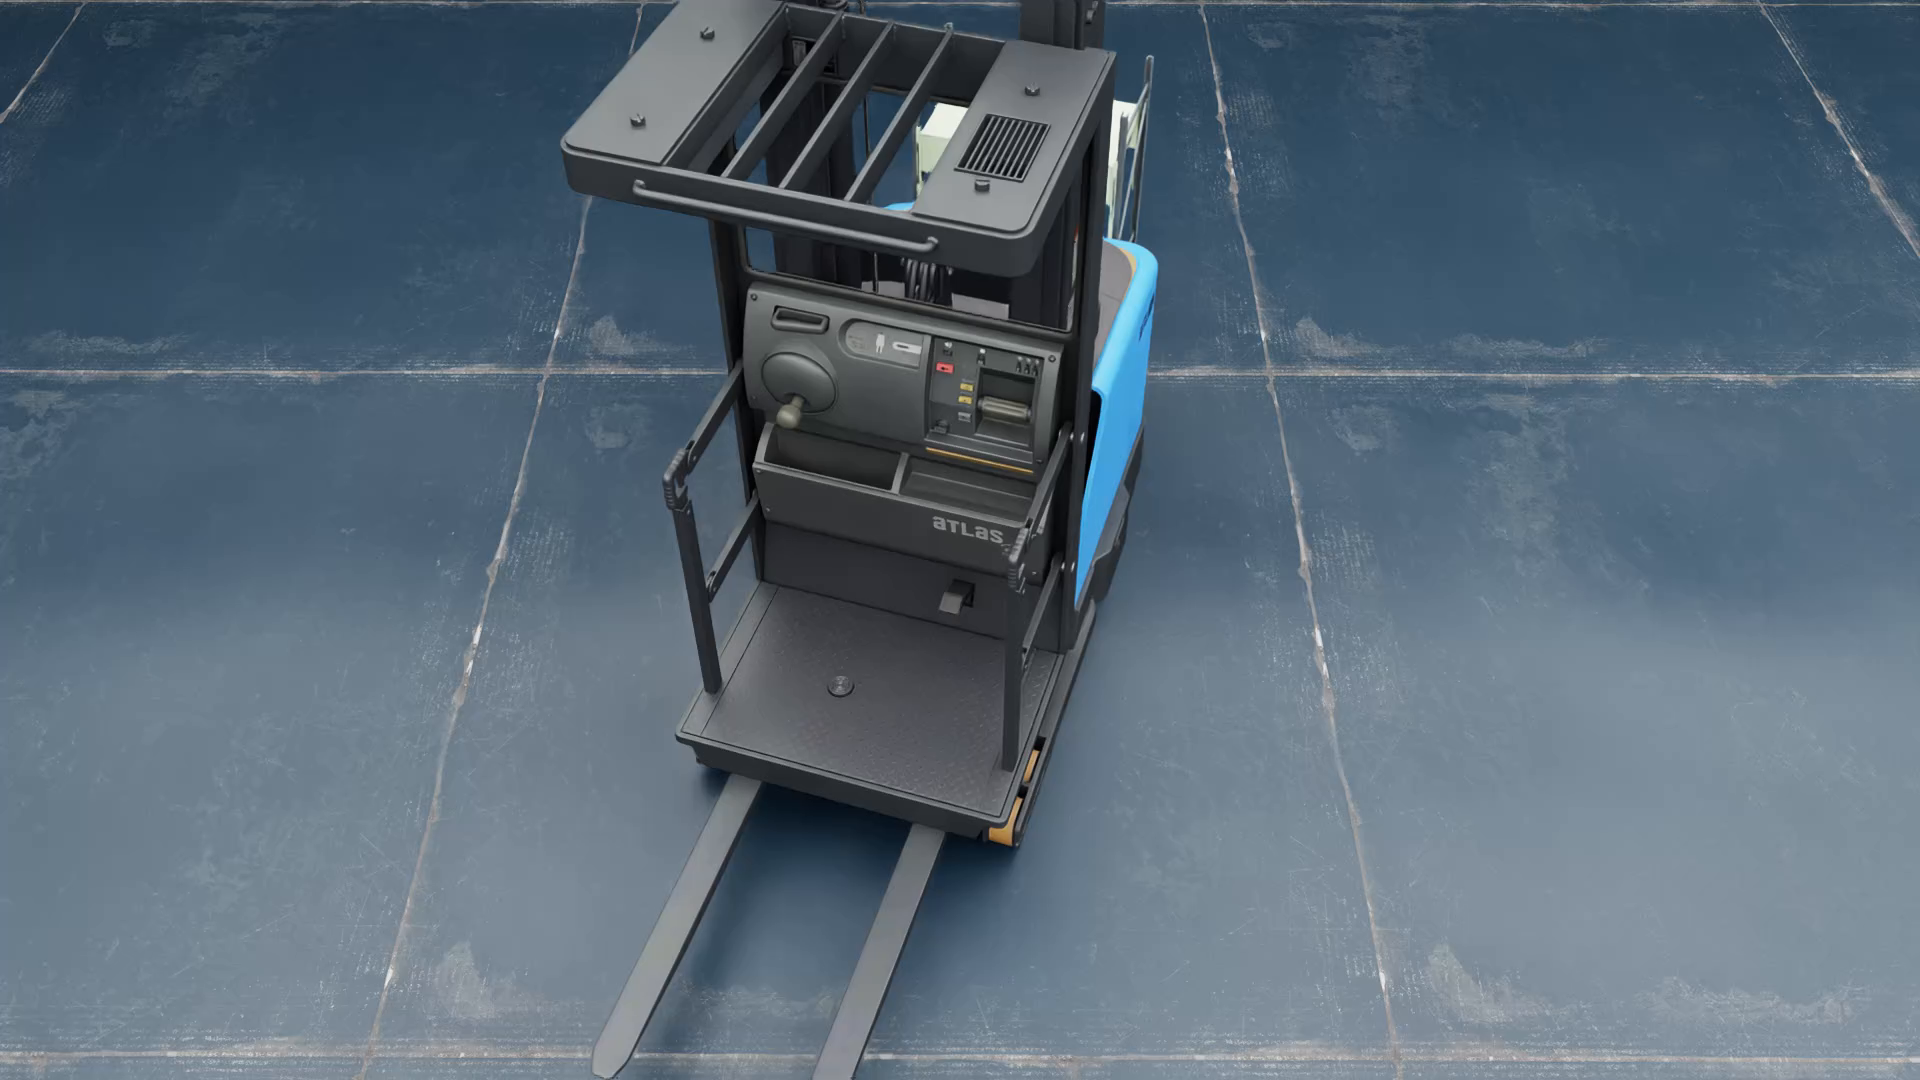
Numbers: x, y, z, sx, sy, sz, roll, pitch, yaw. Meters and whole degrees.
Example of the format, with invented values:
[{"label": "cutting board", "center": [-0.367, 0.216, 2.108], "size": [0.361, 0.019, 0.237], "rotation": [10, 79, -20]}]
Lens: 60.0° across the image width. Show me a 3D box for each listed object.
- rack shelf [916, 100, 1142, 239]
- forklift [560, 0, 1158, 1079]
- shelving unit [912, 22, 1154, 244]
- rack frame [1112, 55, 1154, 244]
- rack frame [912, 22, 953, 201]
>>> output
[{"label": "rack shelf", "center": [0.253, -1.376, 5.973], "size": [0.720, 0.370, 0.431], "rotation": [13, 48, 12]}, {"label": "forklift", "center": [-0.238, -0.359, 4.581], "size": [1.130, 2.935, 3.031], "rotation": [13, 48, 12]}, {"label": "shelving unit", "center": [0.253, -1.110, 6.258], "size": [0.755, 1.500, 0.431], "rotation": [13, 48, 12]}, {"label": "rack frame", "center": [0.601, -1.028, 6.182], "size": [0.023, 1.500, 0.400], "rotation": [13, 48, 12]}, {"label": "rack frame", "center": [-0.096, -1.191, 6.334], "size": [0.023, 1.500, 0.400], "rotation": [13, 48, 12]}]
